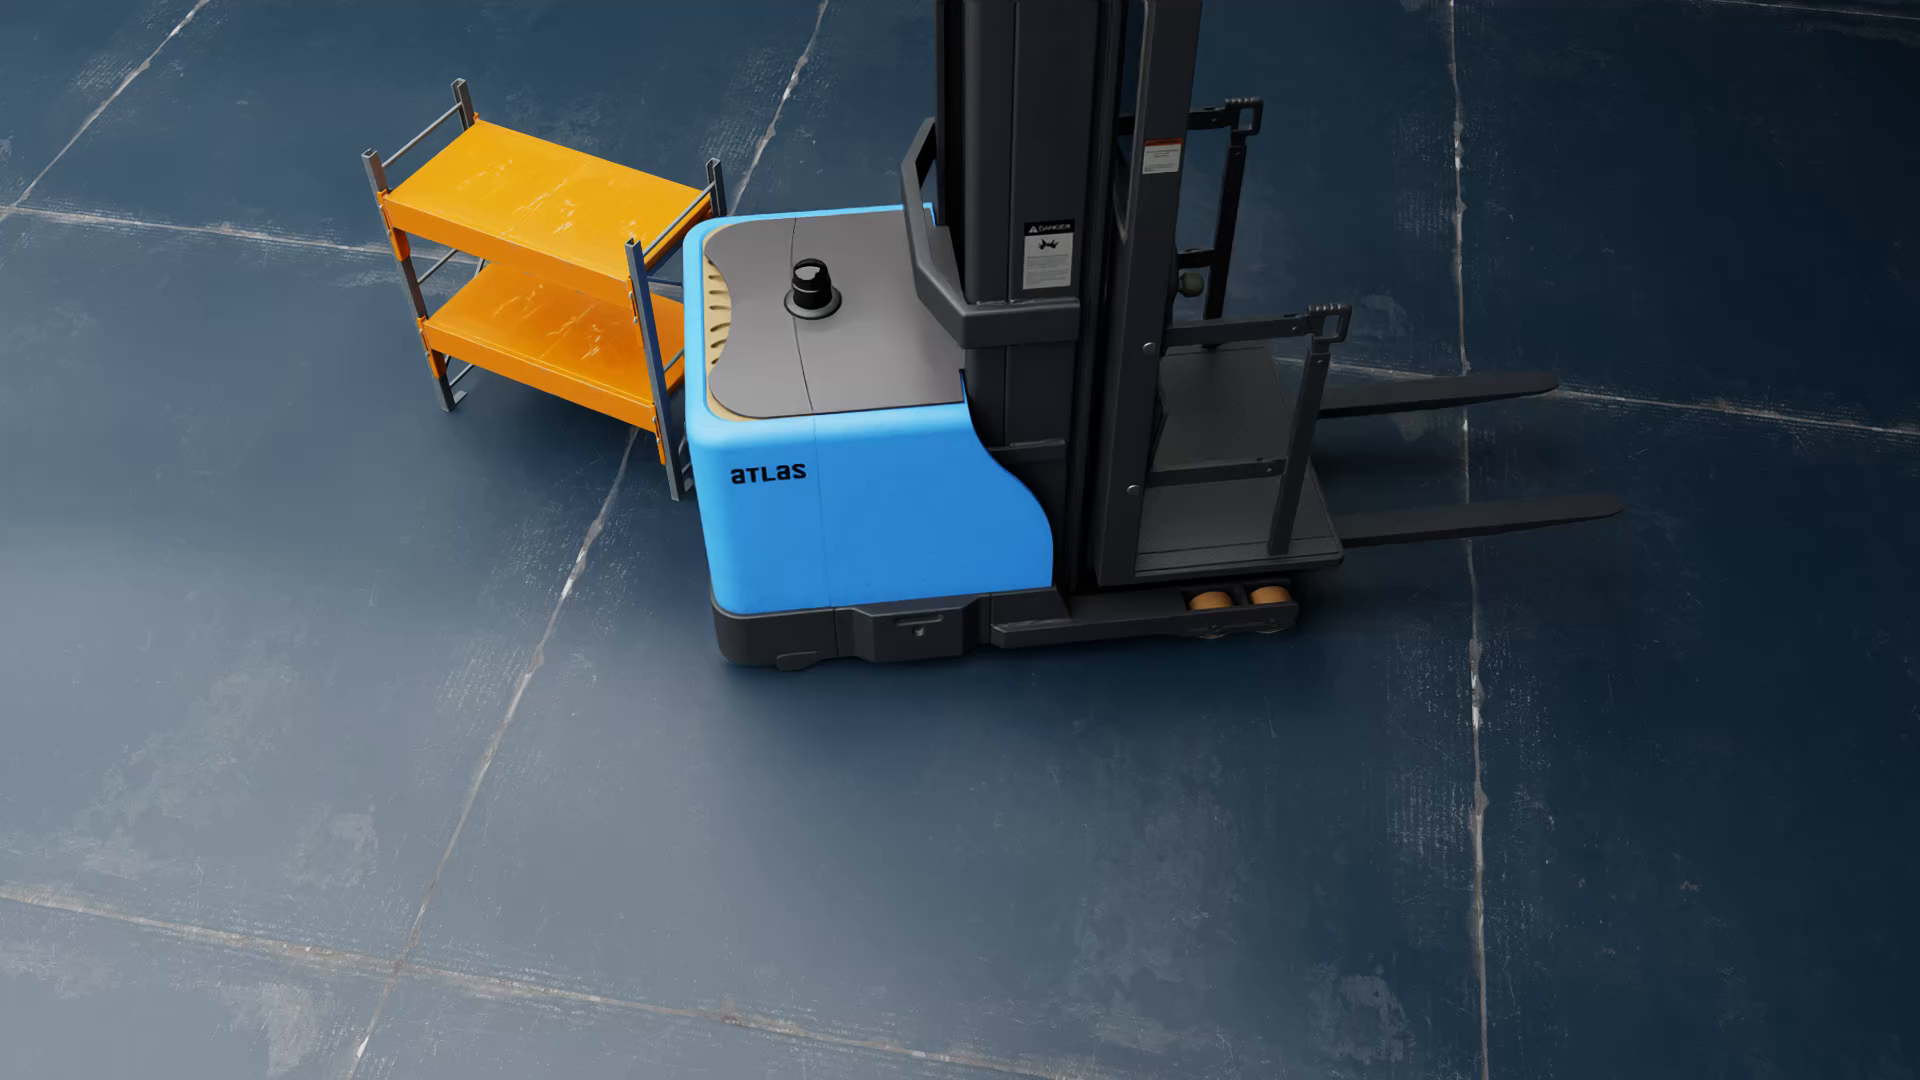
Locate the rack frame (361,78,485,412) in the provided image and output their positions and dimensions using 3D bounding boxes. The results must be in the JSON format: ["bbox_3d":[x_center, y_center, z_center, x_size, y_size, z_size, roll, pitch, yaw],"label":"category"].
[{"bbox_3d":[-1.801,-1.022,5.912,0.032,1.125,0.500,21,51,18],"label":"rack frame"}]

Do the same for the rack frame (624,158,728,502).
[{"bbox_3d":[-0.893,-0.681,5.606,0.032,1.125,0.500,21,51,18],"label":"rack frame"}]

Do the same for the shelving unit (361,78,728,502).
[{"bbox_3d":[-1.347,-0.852,5.759,1.048,1.125,0.538,21,51,18],"label":"shelving unit"}]

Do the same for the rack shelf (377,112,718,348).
[{"bbox_3d":[-1.347,-1.047,5.541,1.000,0.278,0.538,21,51,18],"label":"rack shelf"}]

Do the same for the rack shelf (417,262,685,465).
[{"bbox_3d":[-1.347,-0.688,5.941,1.000,0.278,0.538,21,51,18],"label":"rack shelf"}]

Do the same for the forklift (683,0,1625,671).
[{"bbox_3d":[0.675,-1.044,4.718,3.031,2.935,1.130,-5,48,-5],"label":"forklift"}]
